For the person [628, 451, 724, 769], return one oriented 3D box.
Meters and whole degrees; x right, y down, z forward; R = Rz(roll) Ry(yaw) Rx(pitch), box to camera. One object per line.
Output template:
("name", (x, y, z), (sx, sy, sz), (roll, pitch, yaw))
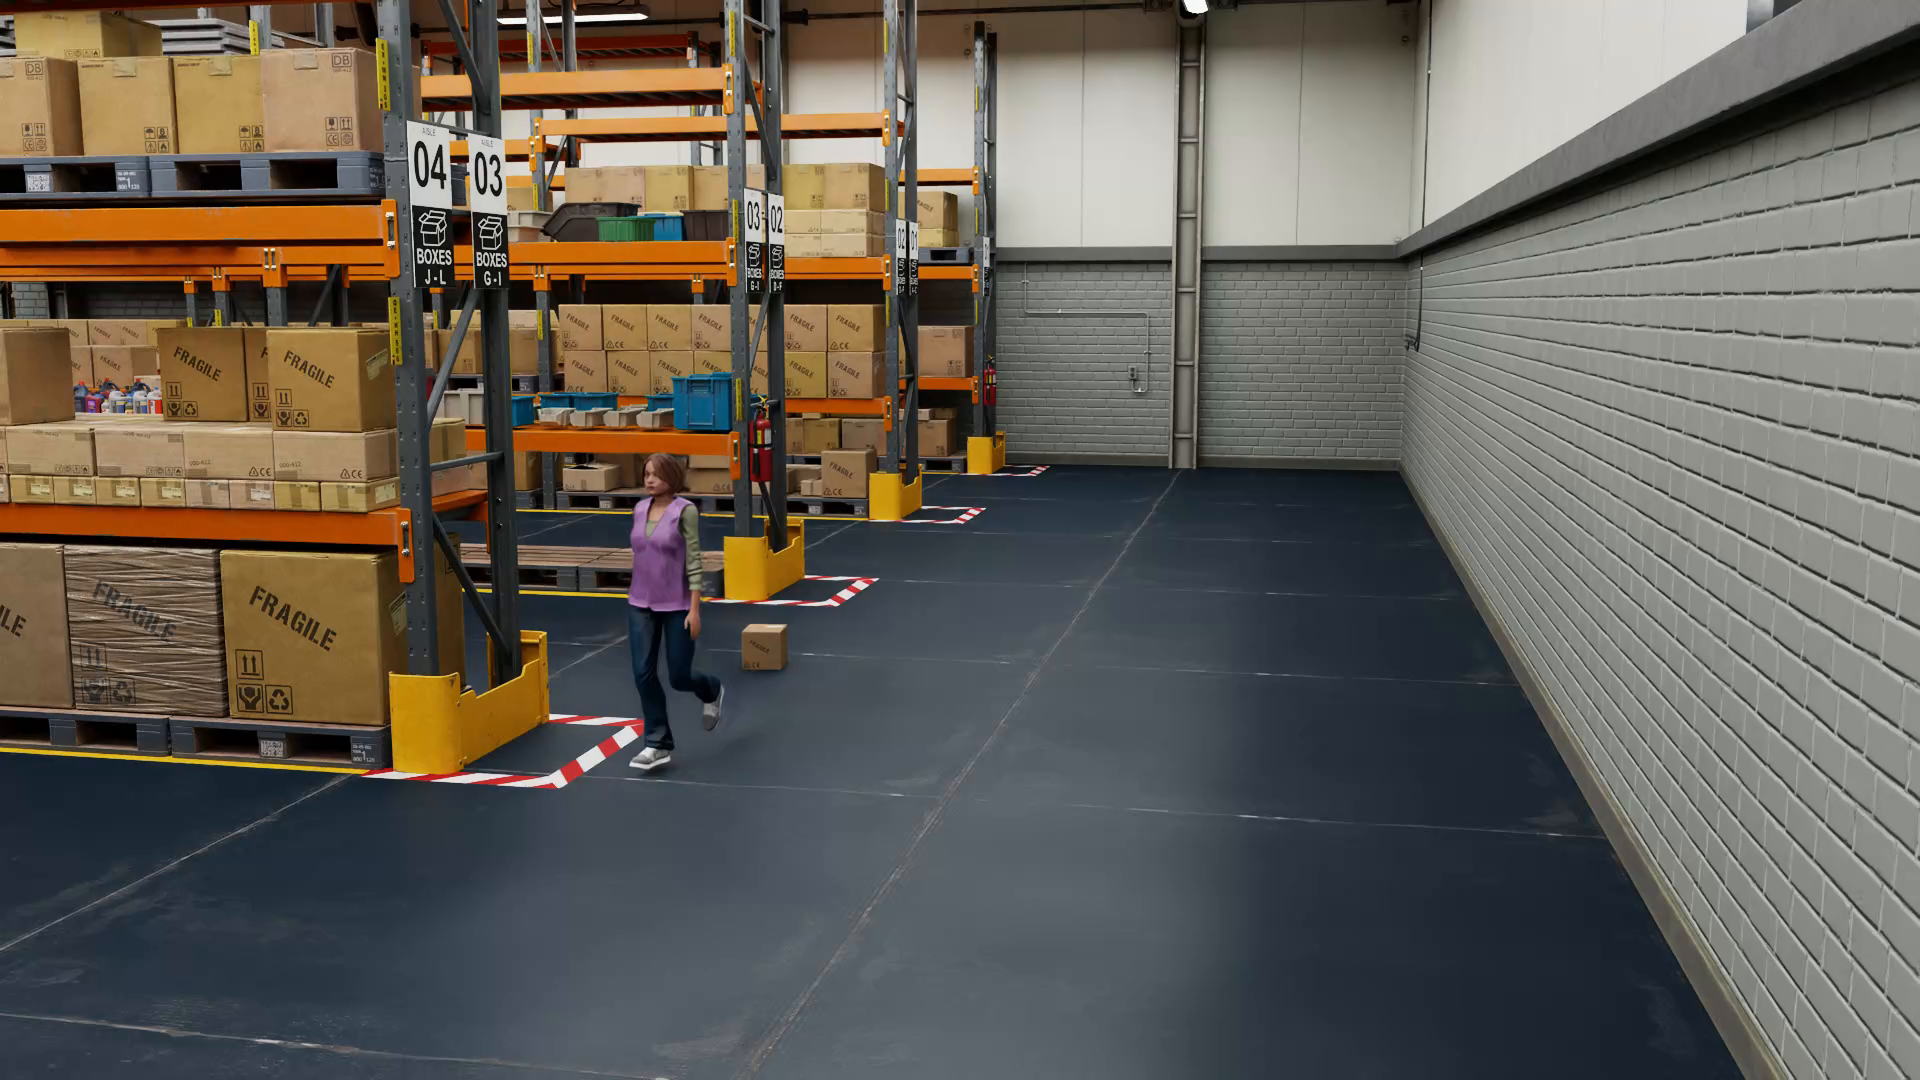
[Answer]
("person", (-1.454, 0.333, 8.412), (0.428, 1.568, 0.679), (3, 9, 21))
